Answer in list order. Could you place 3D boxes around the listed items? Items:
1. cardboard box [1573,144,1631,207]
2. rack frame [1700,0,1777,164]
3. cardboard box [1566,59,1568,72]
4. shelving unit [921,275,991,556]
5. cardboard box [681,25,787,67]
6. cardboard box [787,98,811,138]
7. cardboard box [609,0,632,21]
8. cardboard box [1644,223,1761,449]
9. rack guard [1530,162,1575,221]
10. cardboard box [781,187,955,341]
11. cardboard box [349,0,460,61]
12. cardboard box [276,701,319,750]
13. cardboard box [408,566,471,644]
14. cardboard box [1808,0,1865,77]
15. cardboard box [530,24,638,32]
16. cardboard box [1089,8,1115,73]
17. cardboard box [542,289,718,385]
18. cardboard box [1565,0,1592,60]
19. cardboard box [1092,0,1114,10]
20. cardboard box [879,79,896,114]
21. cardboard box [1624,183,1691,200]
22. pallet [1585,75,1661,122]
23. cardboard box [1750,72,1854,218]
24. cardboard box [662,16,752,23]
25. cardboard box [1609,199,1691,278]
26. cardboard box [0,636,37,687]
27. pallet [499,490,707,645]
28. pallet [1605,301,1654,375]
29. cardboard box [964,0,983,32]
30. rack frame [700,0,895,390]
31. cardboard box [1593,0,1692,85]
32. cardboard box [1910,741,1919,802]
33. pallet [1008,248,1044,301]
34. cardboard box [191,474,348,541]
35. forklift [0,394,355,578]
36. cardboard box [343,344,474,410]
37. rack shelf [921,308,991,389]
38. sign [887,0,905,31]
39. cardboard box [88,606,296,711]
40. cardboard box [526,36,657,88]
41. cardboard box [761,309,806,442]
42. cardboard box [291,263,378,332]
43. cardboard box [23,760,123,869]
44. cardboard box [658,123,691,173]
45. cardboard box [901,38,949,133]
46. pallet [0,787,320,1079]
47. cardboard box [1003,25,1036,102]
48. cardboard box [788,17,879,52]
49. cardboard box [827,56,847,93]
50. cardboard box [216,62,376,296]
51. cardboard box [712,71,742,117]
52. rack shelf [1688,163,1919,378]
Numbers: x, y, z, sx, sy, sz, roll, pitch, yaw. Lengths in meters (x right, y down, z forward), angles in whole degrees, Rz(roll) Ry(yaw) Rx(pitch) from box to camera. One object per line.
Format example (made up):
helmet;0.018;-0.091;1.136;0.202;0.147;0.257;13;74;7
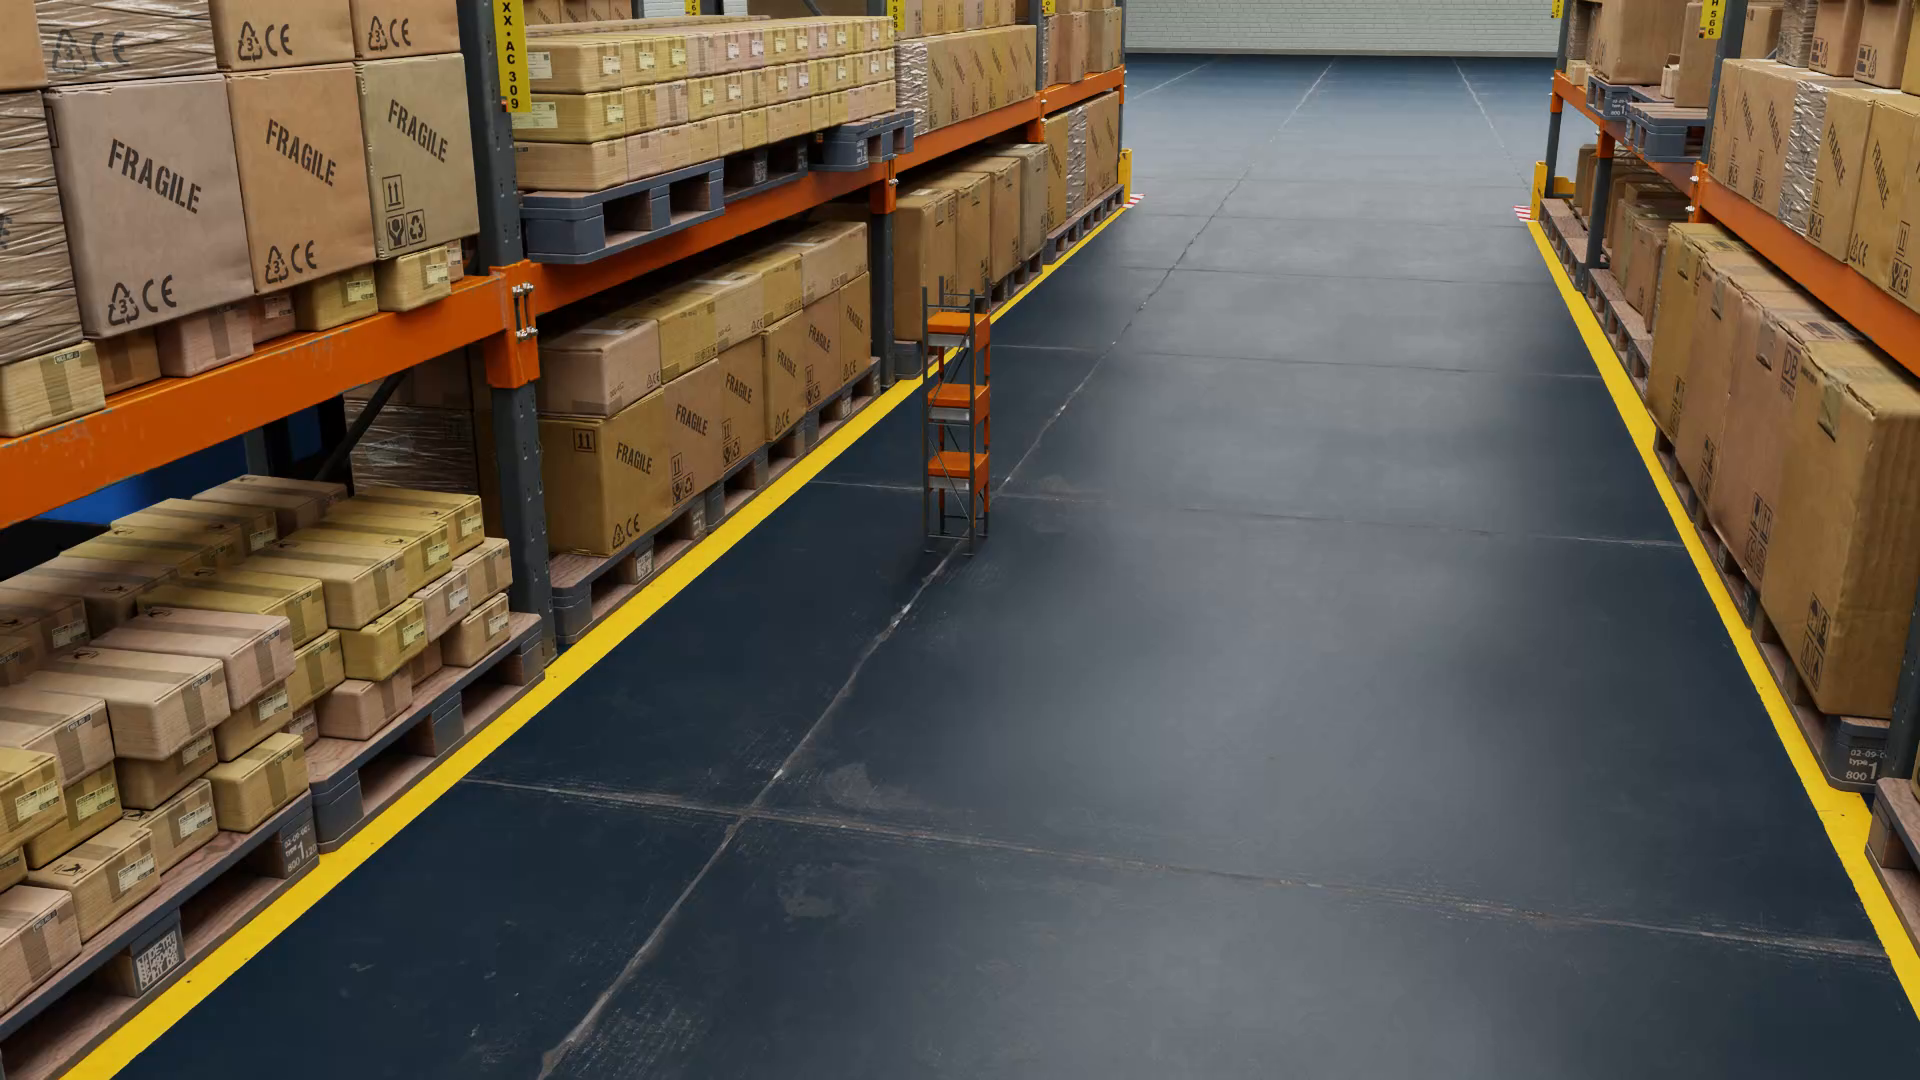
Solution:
cardboard box;5.712;-3.204;14.644;0.500;0.500;0.500;9;21;23
rack frame;3.926;-1.875;7.536;1.000;3.000;0.127;5;19;13
cardboard box;5.580;-4.193;14.711;0.380;0.149;0.250;5;19;13
shelving unit;-0.013;-0.480;6.469;0.215;1.050;0.252;5;19;13
cardboard box;-0.917;-1.983;6.671;0.380;0.149;0.250;5;20;15
cardboard box;-0.852;-1.785;7.013;0.380;0.149;0.250;5;20;15
cardboard box;-3.595;-5.161;16.542;0.500;0.500;0.500;4;19;12
cardboard box;3.737;-0.853;7.183;1.225;0.875;0.875;4;19;11
rack guard;5.862;-3.175;15.211;1.175;0.500;0.348;5;19;13
cardboard box;-0.623;-1.616;9.609;1.050;0.750;0.750;4;19;13
cardboard box;-1.689;-1.537;4.385;0.500;0.500;0.500;4;19;11
cardboard box;-1.930;0.492;4.369;0.380;0.149;0.250;4;19;12
cardboard box;-1.659;0.175;4.836;0.380;0.149;0.250;4;19;11
cardboard box;3.570;-1.965;6.093;0.797;0.503;0.637;5;20;15
cardboard box;-1.544;-2.040;6.838;0.380;0.149;0.250;4;19;13
cardboard box;0.936;-4.583;15.231;0.875;0.550;0.550;5;19;13
cardboard box;-1.272;-0.793;6.426;0.500;0.250;0.500;5;20;15
cardboard box;5.720;-4.400;14.314;0.875;0.500;0.500;5;19;13
cardboard box;0.922;-5.095;15.060;0.875;0.550;0.550;5;19;13
cardboard box;-0.534;-2.187;8.189;0.380;0.149;0.250;5;19;14
cardboard box;5.040;-2.267;11.900;0.500;0.500;0.500;4;19;12
pallet;4.575;-2.810;10.569;1.003;0.211;1.213;5;19;13
cardboard box;3.298;-1.469;6.192;0.500;0.500;0.500;4;19;12
cardboard box;-1.223;-2.446;8.025;0.380;0.149;0.250;4;19;12
cardboard box;4.732;-1.963;10.981;0.700;0.500;0.500;3;19;9
cardboard box;-2.430;0.330;3.922;0.380;0.149;0.250;4;19;11
pallet;-1.647;0.031;6.270;1.003;0.211;1.213;5;19;13
pallet;4.418;-1.181;9.819;1.003;0.211;1.213;5;19;13
cardboard box;-0.245;-3.596;10.875;0.700;0.500;0.500;5;19;14
rack frame;-0.859;-2.298;8.775;1.000;3.000;0.127;5;19;13
cardboard box;4.573;-3.373;10.345;1.000;1.000;1.000;5;19;14
cardboard box;2.710;0.386;3.553;0.875;0.875;0.875;5;19;13
pallet;0.003;-1.984;12.171;1.003;0.211;1.213;5;19;13
cardboard box;-2.121;-0.084;5.133;0.380;0.149;0.250;5;20;16
forklift;-2.986;-1.645;6.968;1.130;2.935;3.031;5;19;14
cardboard box;-1.899;-0.669;6.061;0.500;0.250;0.500;4;19;12
rack shelf;-0.013;-0.739;6.380;0.215;0.259;0.240;5;19;13
sign;-0.330;-2.769;8.484;0.100;0.325;0.005;5;19;13
cardboard box;-1.864;0.286;4.051;0.380;0.149;0.250;4;19;11
cardboard box;-1.232;-1.581;5.494;0.380;0.149;0.250;5;20;15
cardboard box;-1.010;-0.758;7.482;0.500;0.500;0.500;4;19;11
cardboard box;-1.760;-0.649;4.336;0.380;0.149;0.250;5;20;16
cardboard box;-2.099;0.575;3.663;0.380;0.149;0.250;6;20;16
cardboard box;-1.167;-1.377;5.817;0.380;0.149;0.250;5;19;14
cardboard box;-0.366;-2.624;9.576;0.500;0.500;0.500;4;19;13
pallet;-2.262;0.872;3.808;1.003;0.211;1.213;5;19;13
cardboard box;0.250;-3.414;11.889;0.500;0.500;0.500;5;19;13
cardboard box;-0.598;-2.391;7.866;0.380;0.149;0.250;4;19;13
cardboard box;-0.725;-2.083;7.424;0.380;0.149;0.250;5;19;14
cardboard box;-1.809;-0.896;4.055;0.500;0.500;0.500;4;19;12
cardboard box;-1.043;-1.681;6.246;0.380;0.149;0.250;5;20;16
rack shelf;3.437;-0.907;5.817;1.077;0.370;4.000;5;19;13
